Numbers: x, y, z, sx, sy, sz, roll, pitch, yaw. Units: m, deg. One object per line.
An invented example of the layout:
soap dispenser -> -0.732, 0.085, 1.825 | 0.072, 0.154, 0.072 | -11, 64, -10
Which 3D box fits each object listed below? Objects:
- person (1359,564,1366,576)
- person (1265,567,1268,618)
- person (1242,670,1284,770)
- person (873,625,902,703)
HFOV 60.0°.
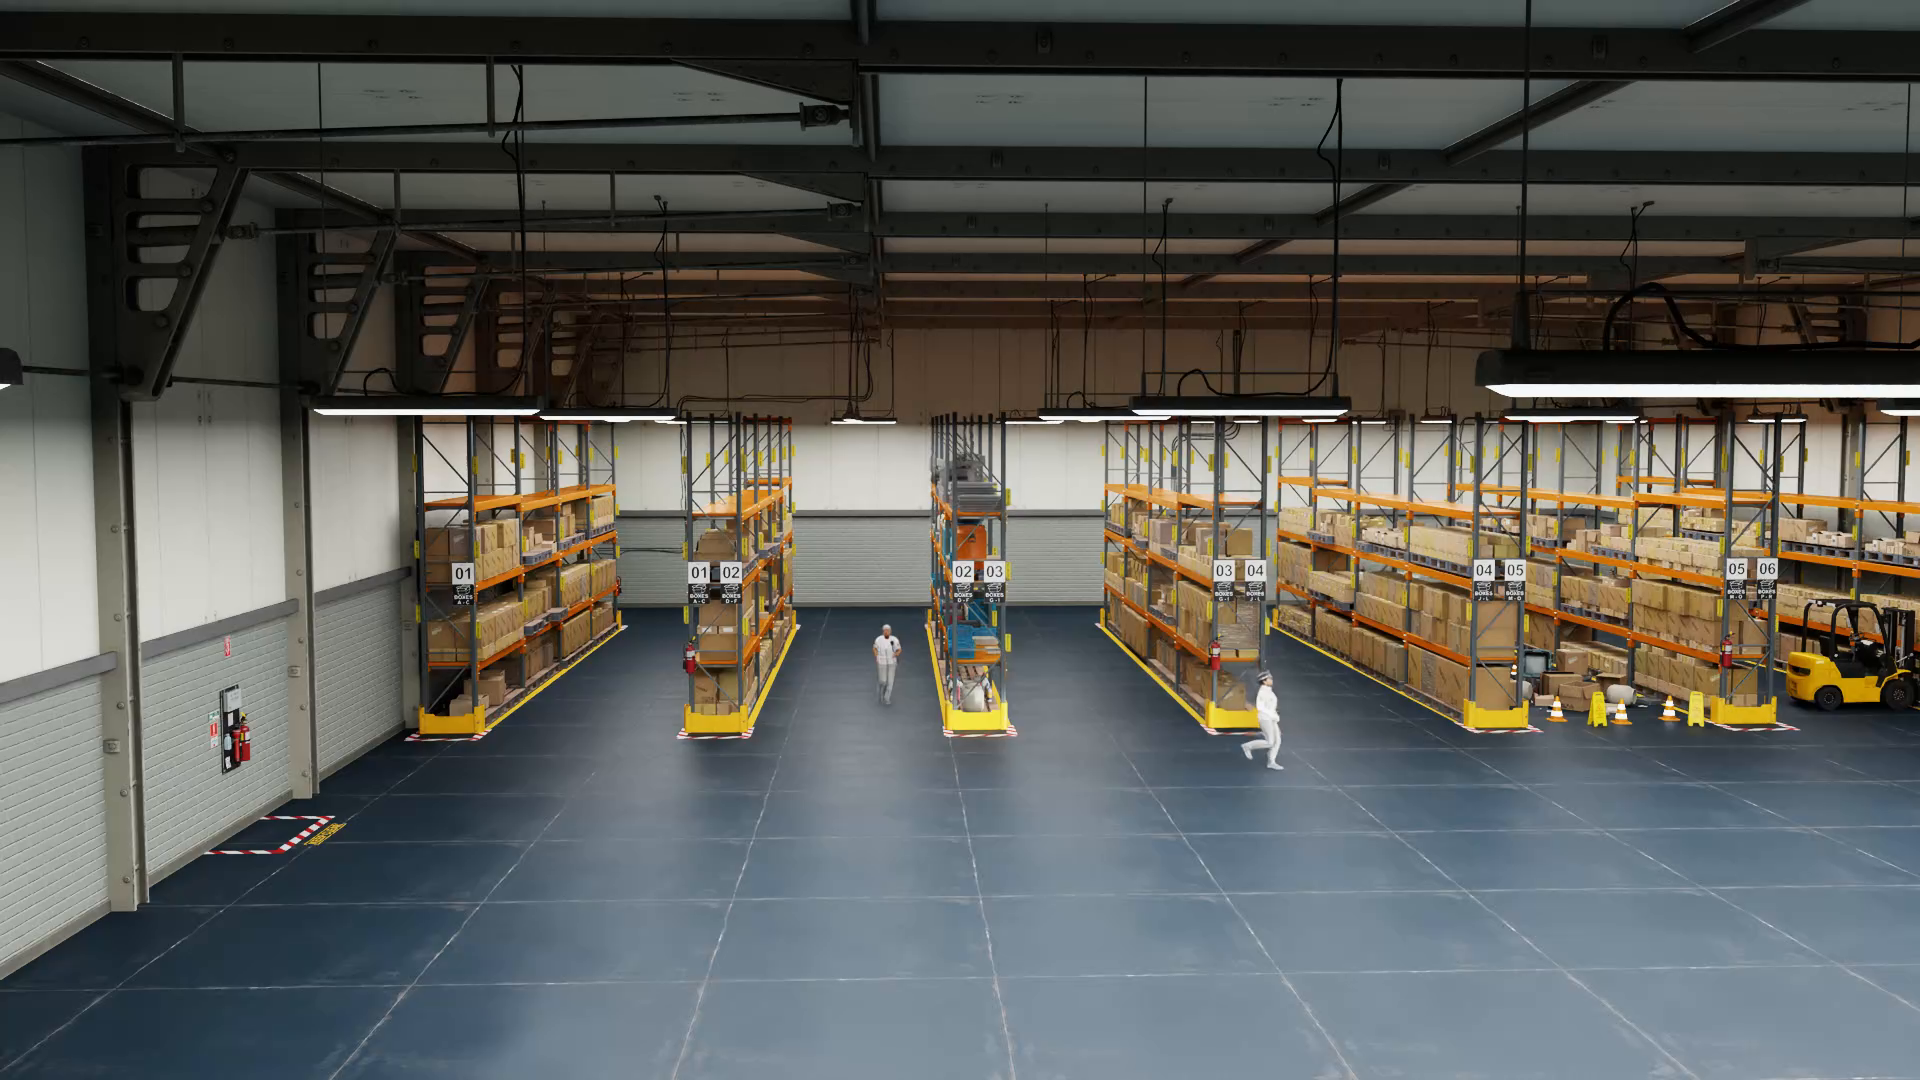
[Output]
person -> 12.004, 1.545, 49.242 | 0.737, 1.714, 0.578 | 0, 4, 7
person -> 8.797, 1.588, 49.066 | 0.575, 1.652, 0.707 | 0, 4, 1
person -> 5.091, 3.004, 27.867 | 0.696, 1.671, 0.615 | 1, 4, 21
person -> -1.498, 2.567, 34.346 | 0.588, 1.634, 0.574 | 0, 4, -4
